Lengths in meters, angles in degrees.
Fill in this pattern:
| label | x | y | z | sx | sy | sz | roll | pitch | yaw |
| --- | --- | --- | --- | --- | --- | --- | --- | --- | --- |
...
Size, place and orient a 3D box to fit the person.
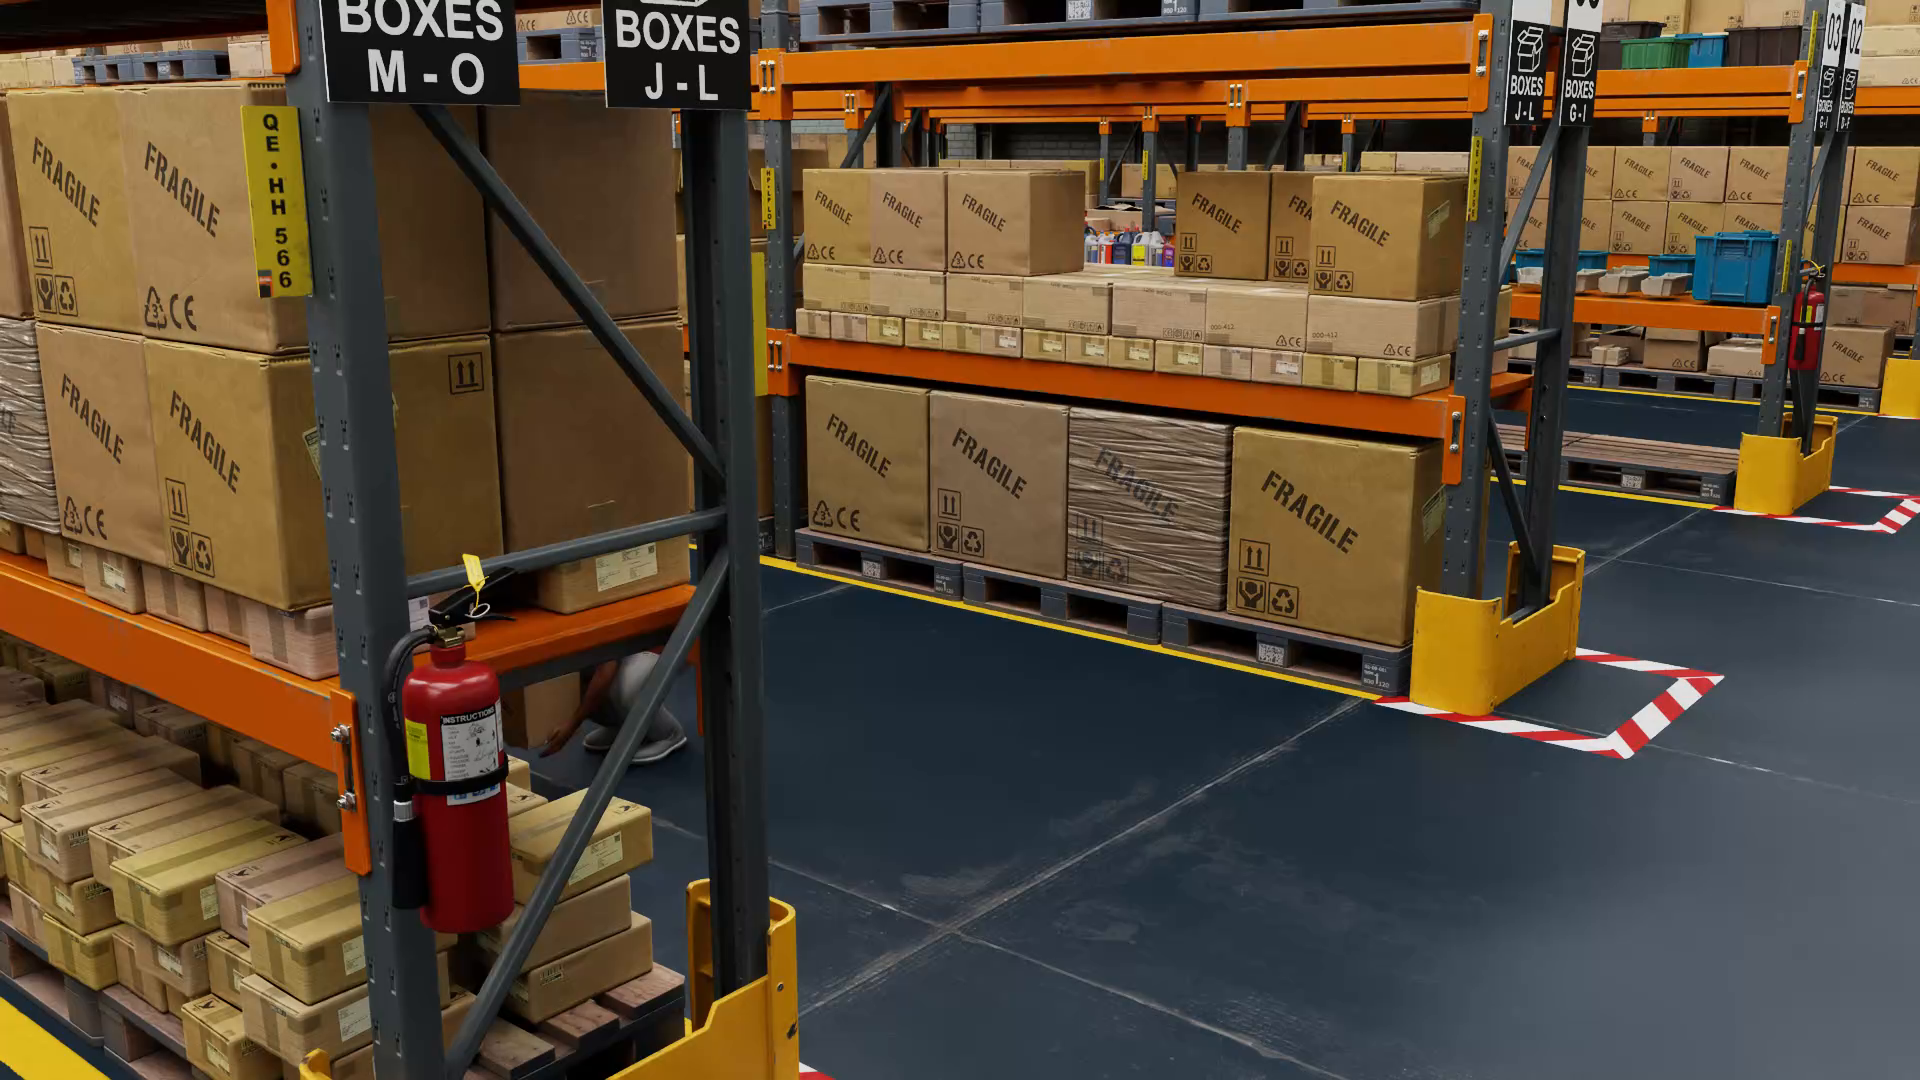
| label | x | y | z | sx | sy | sz | roll | pitch | yaw |
| --- | --- | --- | --- | --- | --- | --- | --- | --- | --- |
| person | -1.349 | 0.400 | 6.378 | 0.506 | 0.950 | 0.842 | 11 | 17 | 38 |
